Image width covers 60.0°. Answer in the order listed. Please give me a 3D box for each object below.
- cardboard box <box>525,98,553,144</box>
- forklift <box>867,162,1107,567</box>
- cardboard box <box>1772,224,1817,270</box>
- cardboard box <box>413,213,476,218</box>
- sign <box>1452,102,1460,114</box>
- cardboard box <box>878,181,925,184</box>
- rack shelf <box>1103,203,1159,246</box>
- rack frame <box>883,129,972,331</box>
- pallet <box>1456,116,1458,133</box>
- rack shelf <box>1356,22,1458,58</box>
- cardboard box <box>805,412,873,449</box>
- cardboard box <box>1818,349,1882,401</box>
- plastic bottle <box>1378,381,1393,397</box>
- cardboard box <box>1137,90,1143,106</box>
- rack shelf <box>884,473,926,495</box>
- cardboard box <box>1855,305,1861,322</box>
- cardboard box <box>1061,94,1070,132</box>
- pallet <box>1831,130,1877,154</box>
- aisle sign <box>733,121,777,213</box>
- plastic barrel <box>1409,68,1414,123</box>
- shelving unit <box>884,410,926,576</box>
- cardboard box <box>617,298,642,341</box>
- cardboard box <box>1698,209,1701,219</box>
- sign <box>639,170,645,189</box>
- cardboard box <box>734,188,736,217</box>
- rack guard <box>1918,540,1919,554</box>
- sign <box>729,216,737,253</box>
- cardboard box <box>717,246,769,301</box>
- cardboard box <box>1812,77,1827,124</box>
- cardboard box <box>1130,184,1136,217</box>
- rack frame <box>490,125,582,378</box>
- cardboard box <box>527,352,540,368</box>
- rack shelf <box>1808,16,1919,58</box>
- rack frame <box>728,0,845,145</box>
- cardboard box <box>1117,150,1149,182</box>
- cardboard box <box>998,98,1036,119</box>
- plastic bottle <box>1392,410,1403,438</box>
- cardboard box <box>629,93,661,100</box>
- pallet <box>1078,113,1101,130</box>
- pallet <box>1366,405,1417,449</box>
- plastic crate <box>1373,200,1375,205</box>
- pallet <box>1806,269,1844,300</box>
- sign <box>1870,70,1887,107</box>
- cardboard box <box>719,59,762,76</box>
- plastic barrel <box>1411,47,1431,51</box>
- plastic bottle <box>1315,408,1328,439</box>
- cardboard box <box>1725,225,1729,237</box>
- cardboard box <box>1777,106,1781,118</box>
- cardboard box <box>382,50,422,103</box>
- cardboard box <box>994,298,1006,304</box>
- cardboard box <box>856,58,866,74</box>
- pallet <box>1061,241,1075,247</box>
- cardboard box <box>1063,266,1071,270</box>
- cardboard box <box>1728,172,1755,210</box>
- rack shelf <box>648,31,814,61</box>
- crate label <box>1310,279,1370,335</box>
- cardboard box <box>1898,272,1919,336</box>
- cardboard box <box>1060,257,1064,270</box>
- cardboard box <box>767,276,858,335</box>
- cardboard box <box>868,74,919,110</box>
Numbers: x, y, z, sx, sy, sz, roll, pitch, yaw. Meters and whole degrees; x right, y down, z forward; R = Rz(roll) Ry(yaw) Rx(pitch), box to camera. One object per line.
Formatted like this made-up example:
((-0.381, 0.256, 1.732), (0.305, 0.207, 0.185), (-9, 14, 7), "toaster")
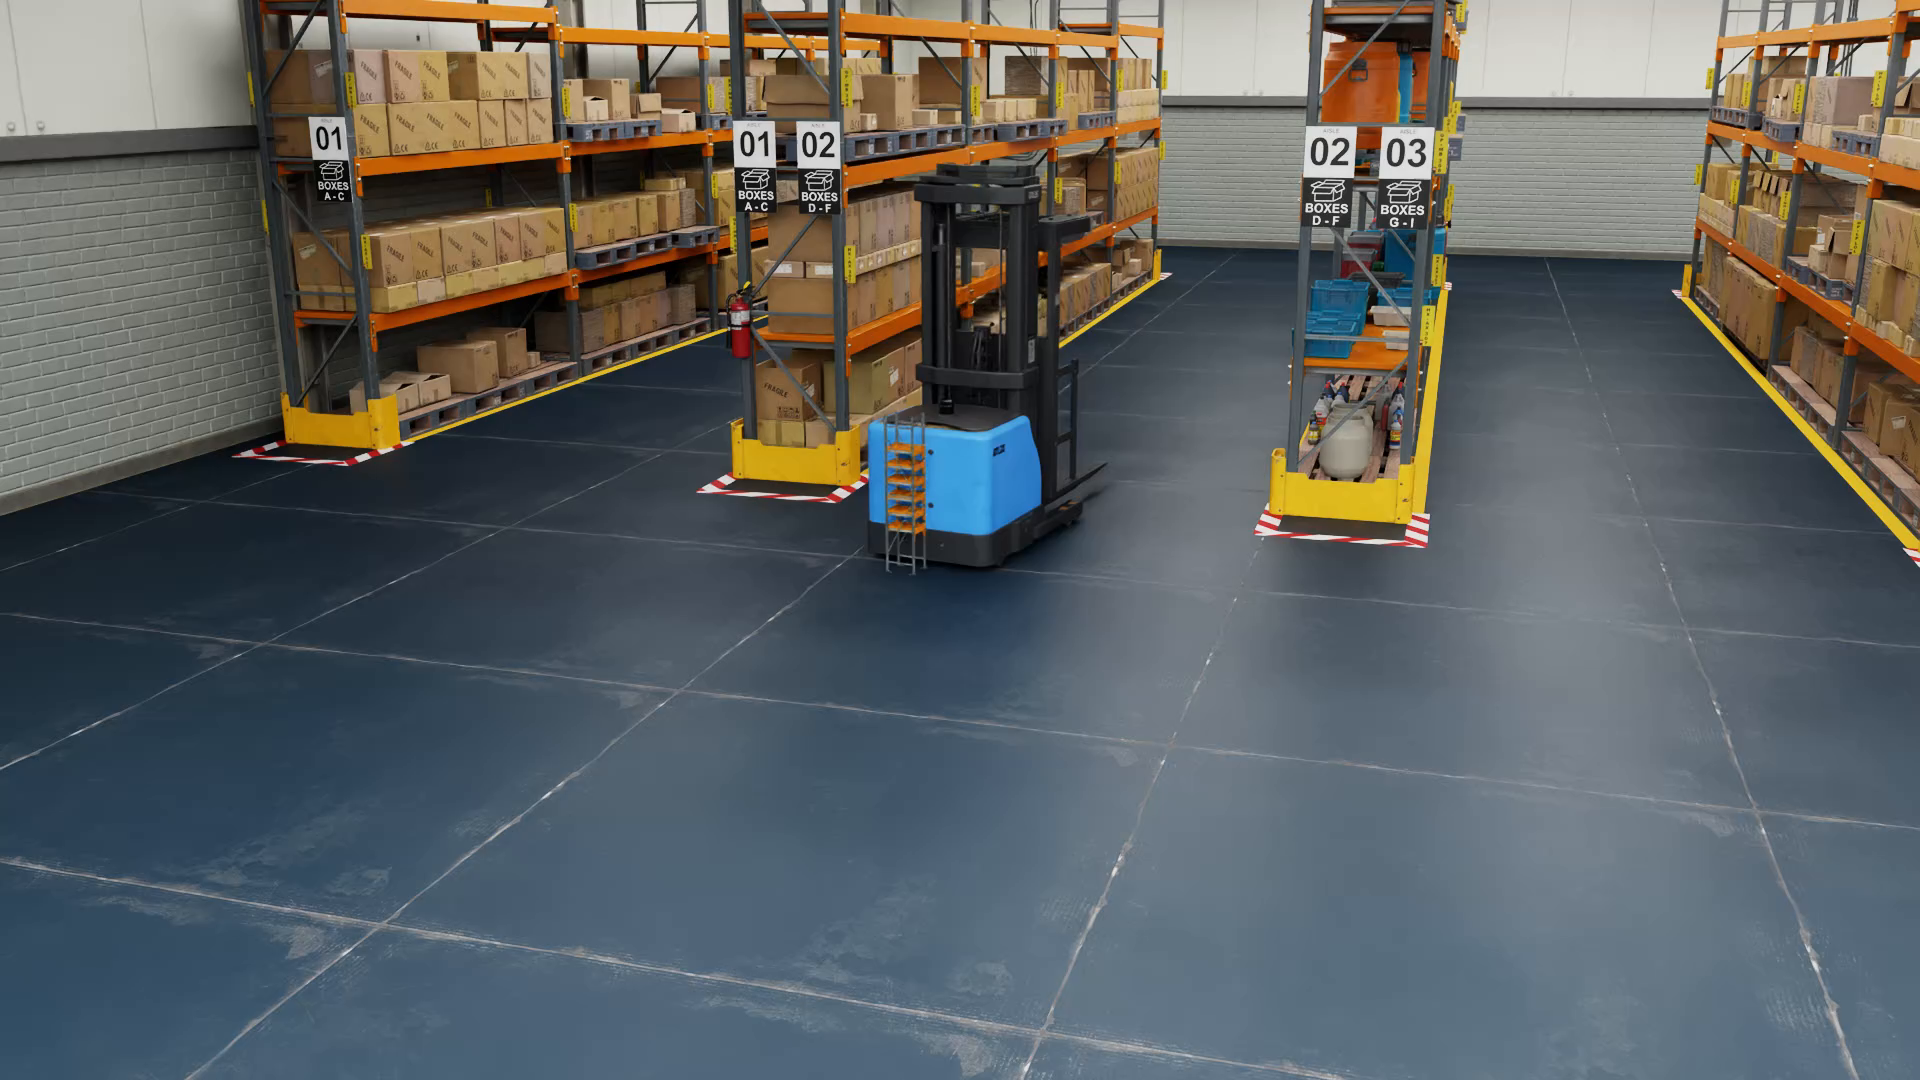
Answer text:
((-5.023, -4.803, 19.048), (0.500, 0.500, 0.500), (5, 17, 17), "cardboard box")
((0.376, -1.566, 13.481), (1.130, 2.935, 3.031), (7, 17, 24), "forklift")
((10.171, -3.544, 20.145), (0.500, 0.500, 0.500), (5, 17, 18), "cardboard box")
((-5.747, -3.380, 18.614), (0.500, 0.500, 0.500), (5, 17, 17), "cardboard box")
((7.183, -6.183, 24.117), (0.100, 0.325, 0.005), (5, 16, 16), "sign")
((-0.485, -3.626, 18.057), (0.700, 0.500, 0.500), (5, 17, 16), "cardboard box")
((2.476, -5.341, 27.980), (1.077, 0.370, 4.000), (5, 16, 16), "rack shelf")
((-0.365, -3.071, 18.658), (1.000, 3.000, 0.127), (5, 16, 16), "rack frame")
((6.208, -5.621, 22.499), (1.003, 0.211, 1.213), (5, 16, 16), "pallet")
((4.951, -5.556, 18.479), (1.077, 0.370, 4.000), (5, 16, 16), "rack shelf")
((-1.136, -1.026, 15.720), (0.500, 0.250, 0.500), (5, 16, 16), "cardboard box")
((9.639, -1.739, 17.739), (0.700, 0.500, 0.500), (3, 16, 11), "cardboard box")
((4.338, -1.443, 16.969), (0.144, 0.351, 0.185), (5, 16, 16), "plastic bottle")
((2.720, -7.275, 27.342), (0.500, 0.250, 0.500), (5, 16, 16), "cardboard box")
((-0.408, -0.419, 12.326), (0.258, 0.103, 0.180), (7, 18, 24), "rack shelf")
((8.782, -2.148, 15.865), (0.380, 0.149, 0.250), (5, 16, 16), "cardboard box")
((1.008, -5.858, 22.807), (0.910, 0.500, 0.500), (5, 16, 16), "cardboard box")
((9.701, -4.079, 17.060), (1.213, 0.211, 1.003), (5, 16, 16), "pallet")
((-1.802, -3.280, 14.634), (0.394, 0.787, 0.004), (5, 16, 16), "aisle sign")
((5.078, -5.218, 19.814), (0.600, 0.901, 0.600), (0, 16, 0), "plastic barrel")
((-0.407, -0.346, 12.348), (0.258, 1.200, 0.189), (7, 18, 24), "shelving unit")
((-4.640, -2.926, 21.924), (0.700, 0.500, 0.500), (5, 17, 17), "cardboard box")
((12.124, -5.253, 26.812), (0.380, 0.149, 0.250), (5, 17, 17), "cardboard box")
((-4.512, -5.100, 23.689), (0.100, 0.325, 0.005), (5, 16, 16), "sign")
((-3.438, -4.945, 24.500), (0.500, 0.500, 0.500), (5, 17, 18), "cardboard box")
((8.016, -0.072, 12.668), (1.175, 0.500, 0.348), (5, 16, 16), "rack guard")
((-2.018, -2.741, 14.940), (0.100, 0.325, 0.005), (5, 16, 16), "sign")
((-3.389, -4.079, 25.383), (0.750, 0.750, 0.750), (5, 16, 16), "cardboard box")
((9.740, -4.844, 18.315), (0.500, 0.500, 0.500), (5, 17, 16), "cardboard box")
((2.601, -5.589, 27.353), (0.500, 0.500, 0.500), (5, 16, 16), "cardboard box")
((-5.116, -3.454, 20.009), (1.000, 3.000, 0.127), (5, 16, 16), "rack frame")
((-5.239, -2.160, 19.834), (0.380, 0.166, 0.250), (2, 16, 9), "cardboard box")
((9.700, -5.172, 17.125), (1.077, 0.370, 4.000), (5, 16, 16), "rack shelf")
((-1.502, -4.910, 14.150), (1.000, 3.000, 0.127), (5, 16, 16), "rack frame")
((2.896, -6.333, 28.145), (0.500, 0.500, 0.500), (5, 17, 17), "cardboard box")
((0.696, -5.567, 21.468), (0.500, 0.250, 0.500), (3, 16, 12), "cardboard box")
((4.186, -1.104, 15.919), (0.097, 0.271, 0.097), (0, 16, 0), "plastic bottle")
((-4.404, -5.831, 22.672), (0.500, 0.500, 0.500), (5, 16, 16), "cardboard box")
((1.364, -6.080, 24.114), (1.213, 0.211, 1.003), (5, 16, 16), "pallet")
((4.152, -1.172, 17.073), (1.003, 0.211, 1.213), (5, 16, 16), "pallet")
((6.462, -4.948, 25.197), (0.392, 0.384, 0.575), (5, 16, 16), "plastic crate")
((9.745, -2.735, 17.825), (1.003, 0.211, 1.213), (5, 16, 16), "pallet")
((8.598, -4.225, 15.561), (0.100, 0.325, 0.005), (5, 16, 16), "sign")
((-3.361, -7.245, 25.514), (0.500, 0.250, 0.500), (4, 16, 14), "cardboard box")
((6.318, -6.206, 22.529), (0.600, 0.901, 0.708), (5, 16, 16), "plastic barrel")
((3.445, -1.119, 15.961), (0.152, 0.276, 0.135), (5, 17, 16), "plastic bottle")
((11.250, -4.446, 23.969), (0.380, 0.149, 0.250), (5, 17, 17), "cardboard box")
((10.838, -5.541, 21.561), (0.380, 0.149, 0.250), (4, 16, 14), "cardboard box")
((-5.719, -4.598, 16.495), (0.500, 0.500, 0.500), (4, 16, 15), "cardboard box")
((0.717, -2.974, 21.558), (0.500, 0.311, 0.500), (4, 16, 15), "cardboard box")
((-1.945, -8.095, 28.824), (0.500, 0.500, 0.500), (4, 16, 13), "cardboard box")
((0.897, -4.208, 23.018), (1.213, 0.211, 1.003), (5, 16, 16), "pallet")
((1.396, -3.925, 25.444), (0.500, 0.500, 0.500), (5, 17, 17), "cardboard box")
((11.279, -4.967, 23.700), (0.500, 0.500, 0.500), (5, 17, 17), "cardboard box")
((-3.411, -7.371, 24.878), (1.077, 0.370, 4.000), (5, 16, 16), "rack shelf")
((3.510, -2.159, 15.378), (0.502, 0.435, 0.616), (5, 16, 16), "crate label")
((8.541, -1.985, 14.104), (0.875, 0.500, 0.500), (5, 16, 16), "cardboard box")
((1.253, -4.164, 24.914), (0.500, 0.250, 0.500), (5, 16, 16), "cardboard box")
((-1.357, -2.193, 15.382), (0.700, 0.500, 0.500), (5, 16, 16), "cardboard box")
((-0.761, -4.720, 17.766), (0.500, 0.500, 0.500), (6, 17, 20), "cardboard box")
